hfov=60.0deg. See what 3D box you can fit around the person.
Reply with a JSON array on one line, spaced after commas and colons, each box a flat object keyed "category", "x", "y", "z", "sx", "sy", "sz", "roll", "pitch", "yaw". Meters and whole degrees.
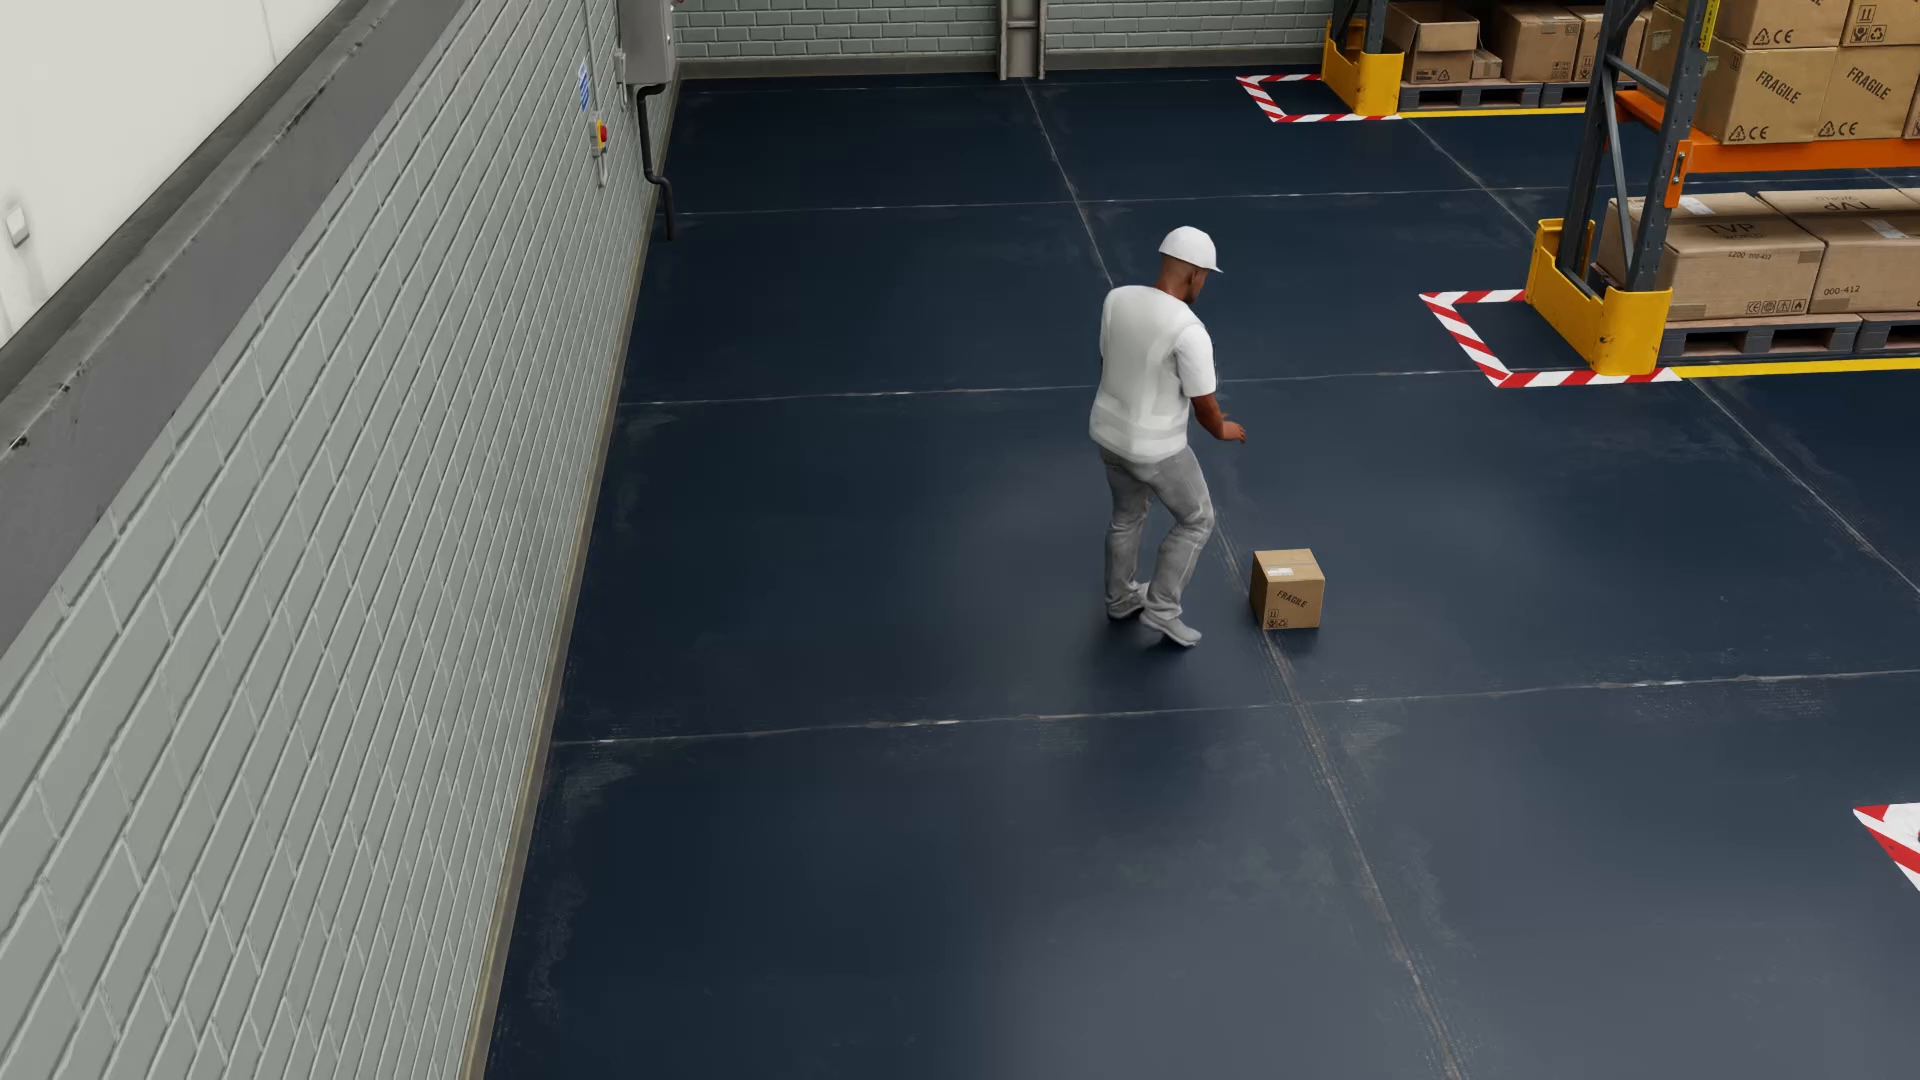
[{"category": "person", "x": 0.832, "y": -0.409, "z": 6.809, "sx": 0.570, "sy": 1.782, "sz": 0.589, "roll": -21, "pitch": 37, "yaw": -31}]
